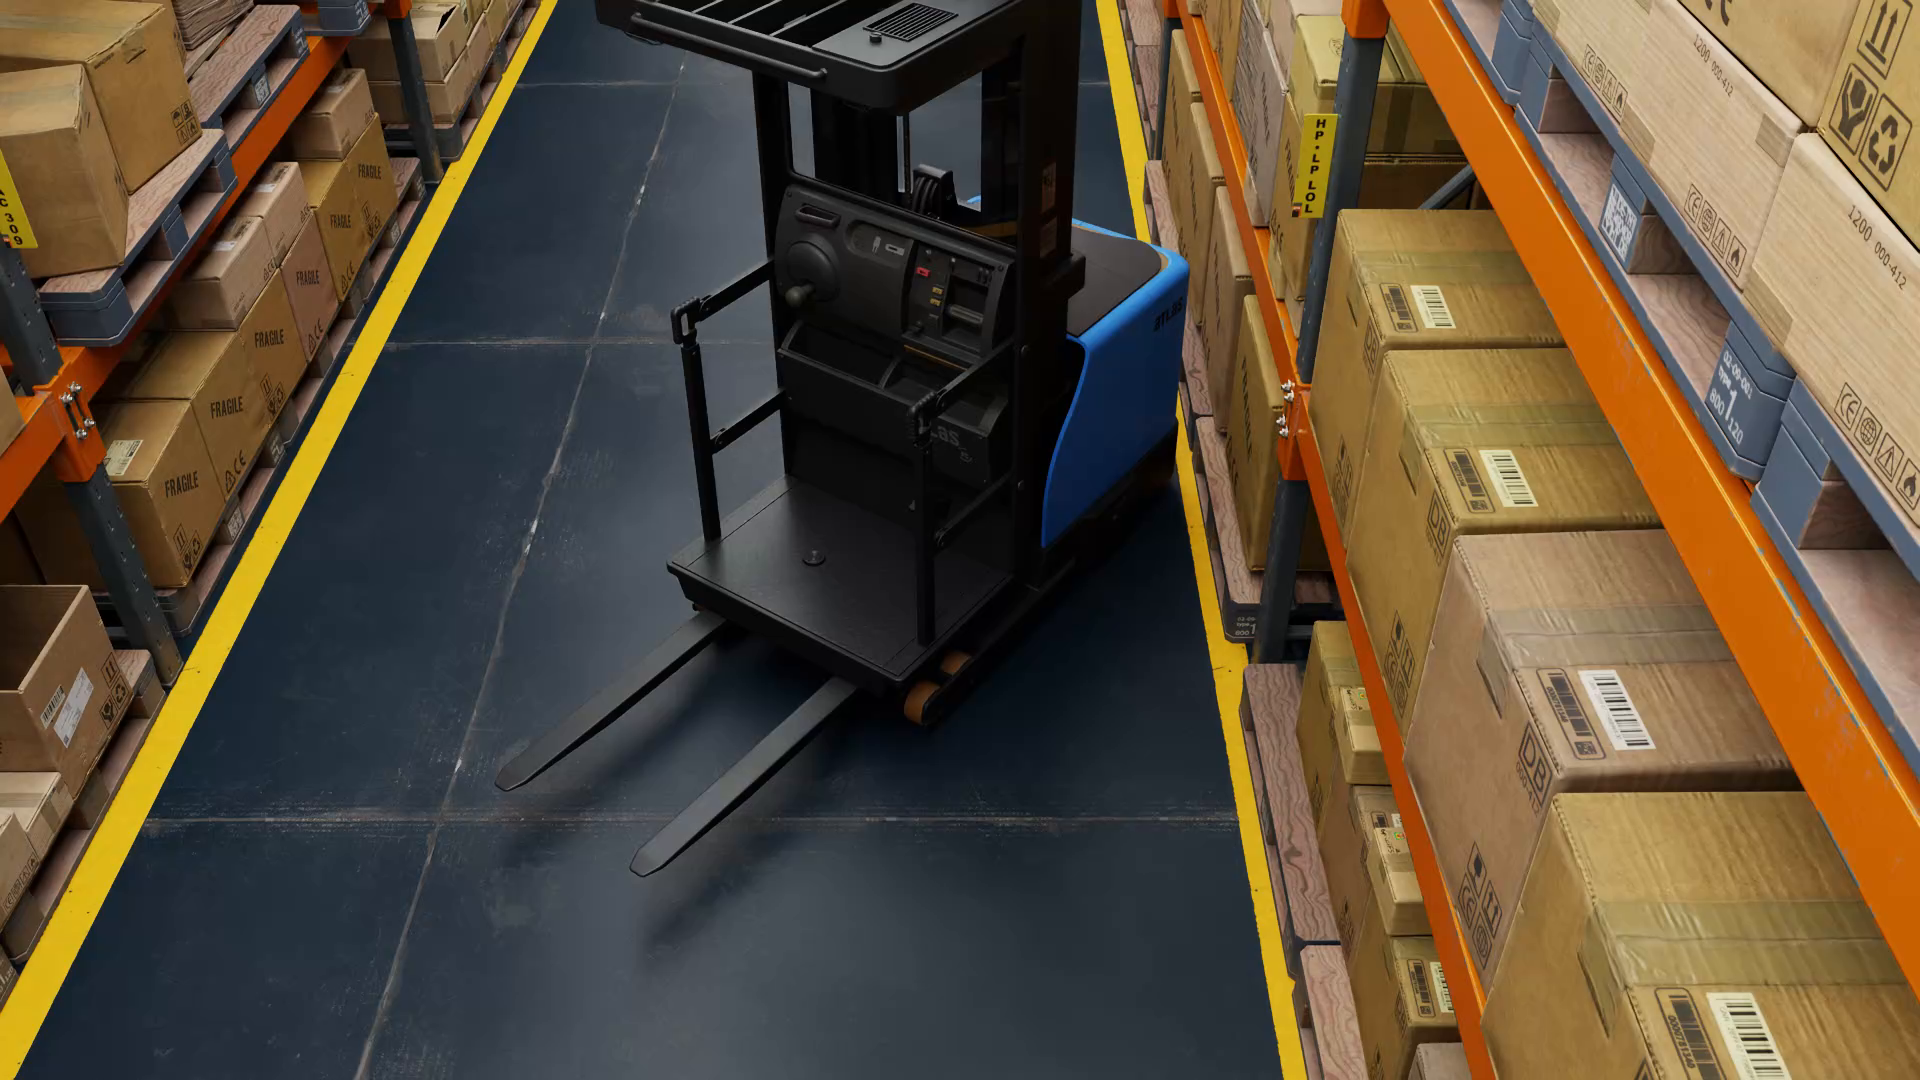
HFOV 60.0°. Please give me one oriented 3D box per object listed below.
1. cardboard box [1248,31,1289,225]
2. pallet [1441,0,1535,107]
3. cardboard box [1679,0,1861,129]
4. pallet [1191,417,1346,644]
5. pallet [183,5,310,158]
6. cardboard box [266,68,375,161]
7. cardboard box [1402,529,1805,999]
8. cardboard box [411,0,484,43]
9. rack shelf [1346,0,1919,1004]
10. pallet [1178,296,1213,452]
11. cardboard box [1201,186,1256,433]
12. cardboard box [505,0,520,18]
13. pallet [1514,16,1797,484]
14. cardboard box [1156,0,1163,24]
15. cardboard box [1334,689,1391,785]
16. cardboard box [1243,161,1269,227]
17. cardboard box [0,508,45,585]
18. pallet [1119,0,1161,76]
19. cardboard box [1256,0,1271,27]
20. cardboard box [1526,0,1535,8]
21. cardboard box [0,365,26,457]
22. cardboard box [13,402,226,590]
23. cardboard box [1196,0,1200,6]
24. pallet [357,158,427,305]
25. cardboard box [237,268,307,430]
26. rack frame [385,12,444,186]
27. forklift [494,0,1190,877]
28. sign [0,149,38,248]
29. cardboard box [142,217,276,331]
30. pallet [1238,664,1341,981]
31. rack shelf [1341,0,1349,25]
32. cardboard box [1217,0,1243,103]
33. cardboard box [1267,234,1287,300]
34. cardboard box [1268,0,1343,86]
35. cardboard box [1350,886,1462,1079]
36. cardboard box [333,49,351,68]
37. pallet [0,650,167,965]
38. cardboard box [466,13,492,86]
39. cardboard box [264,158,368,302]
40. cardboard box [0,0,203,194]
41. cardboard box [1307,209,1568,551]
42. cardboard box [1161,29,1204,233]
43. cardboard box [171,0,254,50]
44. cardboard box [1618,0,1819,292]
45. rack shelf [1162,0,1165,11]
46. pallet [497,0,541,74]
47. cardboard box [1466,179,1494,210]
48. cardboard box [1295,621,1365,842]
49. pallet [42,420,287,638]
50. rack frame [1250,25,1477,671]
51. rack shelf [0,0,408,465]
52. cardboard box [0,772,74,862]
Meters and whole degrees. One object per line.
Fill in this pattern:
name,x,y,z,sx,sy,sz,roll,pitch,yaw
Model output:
cardboard box,1.315,-1.443,5.818,0.500,0.500,0.500,0,39,0
pallet,1.568,-1.297,3.642,1.003,0.211,1.213,0,39,0
cardboard box,1.310,-0.875,2.150,0.500,0.500,0.500,-2,39,-2
pallet,1.501,-0.067,6.665,1.003,0.211,1.213,0,39,0
pallet,-3.374,-1.877,6.847,1.003,0.211,1.213,0,39,0
cardboard box,-3.140,-2.037,7.941,0.500,0.250,0.500,1,39,2
cardboard box,1.568,0.461,3.536,0.980,0.700,0.700,-2,39,-2
cardboard box,-3.097,-3.134,9.677,0.500,0.311,0.500,-1,39,-1
rack shelf,1.580,-0.312,2.917,1.077,0.370,4.000,0,39,0
pallet,1.497,-0.832,7.619,1.003,0.211,1.213,0,39,0
cardboard box,1.443,-0.960,6.932,0.750,0.750,0.750,1,39,1
cardboard box,-3.096,-3.547,10.640,0.500,0.250,0.500,1,39,1
pallet,1.567,-0.536,2.692,1.003,0.211,1.213,0,39,0
cardboard box,1.607,-3.453,10.308,0.700,0.500,0.500,0,39,0
cardboard box,1.294,0.568,4.787,0.380,0.149,0.250,1,39,1
cardboard box,1.256,-1.279,6.132,0.380,0.149,0.250,0,39,0
cardboard box,-3.663,-0.171,6.212,0.500,0.500,0.500,0,39,0
pallet,1.575,-3.335,10.743,1.003,0.211,1.213,0,39,0
cardboard box,1.330,-2.059,5.987,0.500,0.250,0.500,1,39,1
cardboard box,1.301,-1.236,3.200,0.500,0.250,0.500,-1,39,-1
cardboard box,-3.119,-0.393,4.762,0.500,0.500,0.500,1,39,1
cardboard box,-3.133,-0.166,6.205,0.500,0.500,0.500,-2,39,-2
cardboard box,1.309,-2.705,7.393,0.500,0.500,0.500,1,39,1
pallet,-3.418,-1.613,8.594,1.003,0.211,1.213,0,39,0
cardboard box,-3.138,-0.812,7.011,0.500,0.500,0.500,0,39,0
rack frame,-3.381,-3.168,8.305,1.000,3.000,0.127,0,39,0
forklift,-0.364,-0.826,5.437,1.130,2.935,3.031,24,45,27
sign,-2.833,-1.010,4.919,0.100,0.325,0.005,0,39,0
cardboard box,-3.134,-1.084,6.751,0.500,0.250,0.500,0,39,0
pallet,1.500,0.891,5.469,1.003,0.211,1.213,0,39,0
rack shelf,1.575,-2.813,6.038,1.077,0.370,4.000,0,39,0
cardboard box,1.317,-2.069,6.600,0.500,0.500,0.500,1,39,1
cardboard box,1.270,-0.951,5.723,0.380,0.149,0.250,1,39,1
cardboard box,1.330,-1.740,5.589,0.500,0.250,0.500,1,39,1
cardboard box,1.472,1.242,4.465,0.700,0.500,0.500,1,39,1
cardboard box,-3.627,-2.805,9.266,0.500,0.311,0.500,1,39,1
pallet,-3.376,0.851,5.519,1.003,0.211,1.213,0,39,0
cardboard box,-3.089,-2.901,9.834,0.500,0.250,0.500,-1,39,-1
cardboard box,-3.144,-1.456,7.815,0.500,0.500,0.500,-1,39,-2
cardboard box,-3.217,-1.596,5.927,0.700,0.500,0.500,6,39,7
cardboard box,1.562,-0.450,4.673,0.980,0.700,0.700,1,39,1
cardboard box,1.443,-2.039,8.279,0.750,0.750,0.750,-1,39,-1
cardboard box,-3.457,-2.405,6.937,0.700,0.500,0.500,7,39,8
cardboard box,1.309,-0.595,2.399,0.500,0.250,0.500,-1,39,-1
rack shelf,1.571,-4.144,10.098,1.077,0.370,4.000,0,39,0
pallet,-3.341,-3.356,10.769,1.003,0.211,1.213,0,39,0
cardboard box,1.829,-1.123,5.419,0.500,0.500,0.500,-1,39,-2
cardboard box,1.476,0.607,5.257,0.700,0.500,0.500,0,39,1
pallet,-3.415,-0.087,6.690,1.003,0.211,1.213,0,39,0
rack frame,1.578,-0.673,5.191,1.000,3.000,0.127,0,39,0
rack shelf,-3.378,-1.637,6.969,1.077,0.370,4.000,0,39,0
cardboard box,-3.031,0.865,5.200,0.380,0.149,0.250,0,39,0
